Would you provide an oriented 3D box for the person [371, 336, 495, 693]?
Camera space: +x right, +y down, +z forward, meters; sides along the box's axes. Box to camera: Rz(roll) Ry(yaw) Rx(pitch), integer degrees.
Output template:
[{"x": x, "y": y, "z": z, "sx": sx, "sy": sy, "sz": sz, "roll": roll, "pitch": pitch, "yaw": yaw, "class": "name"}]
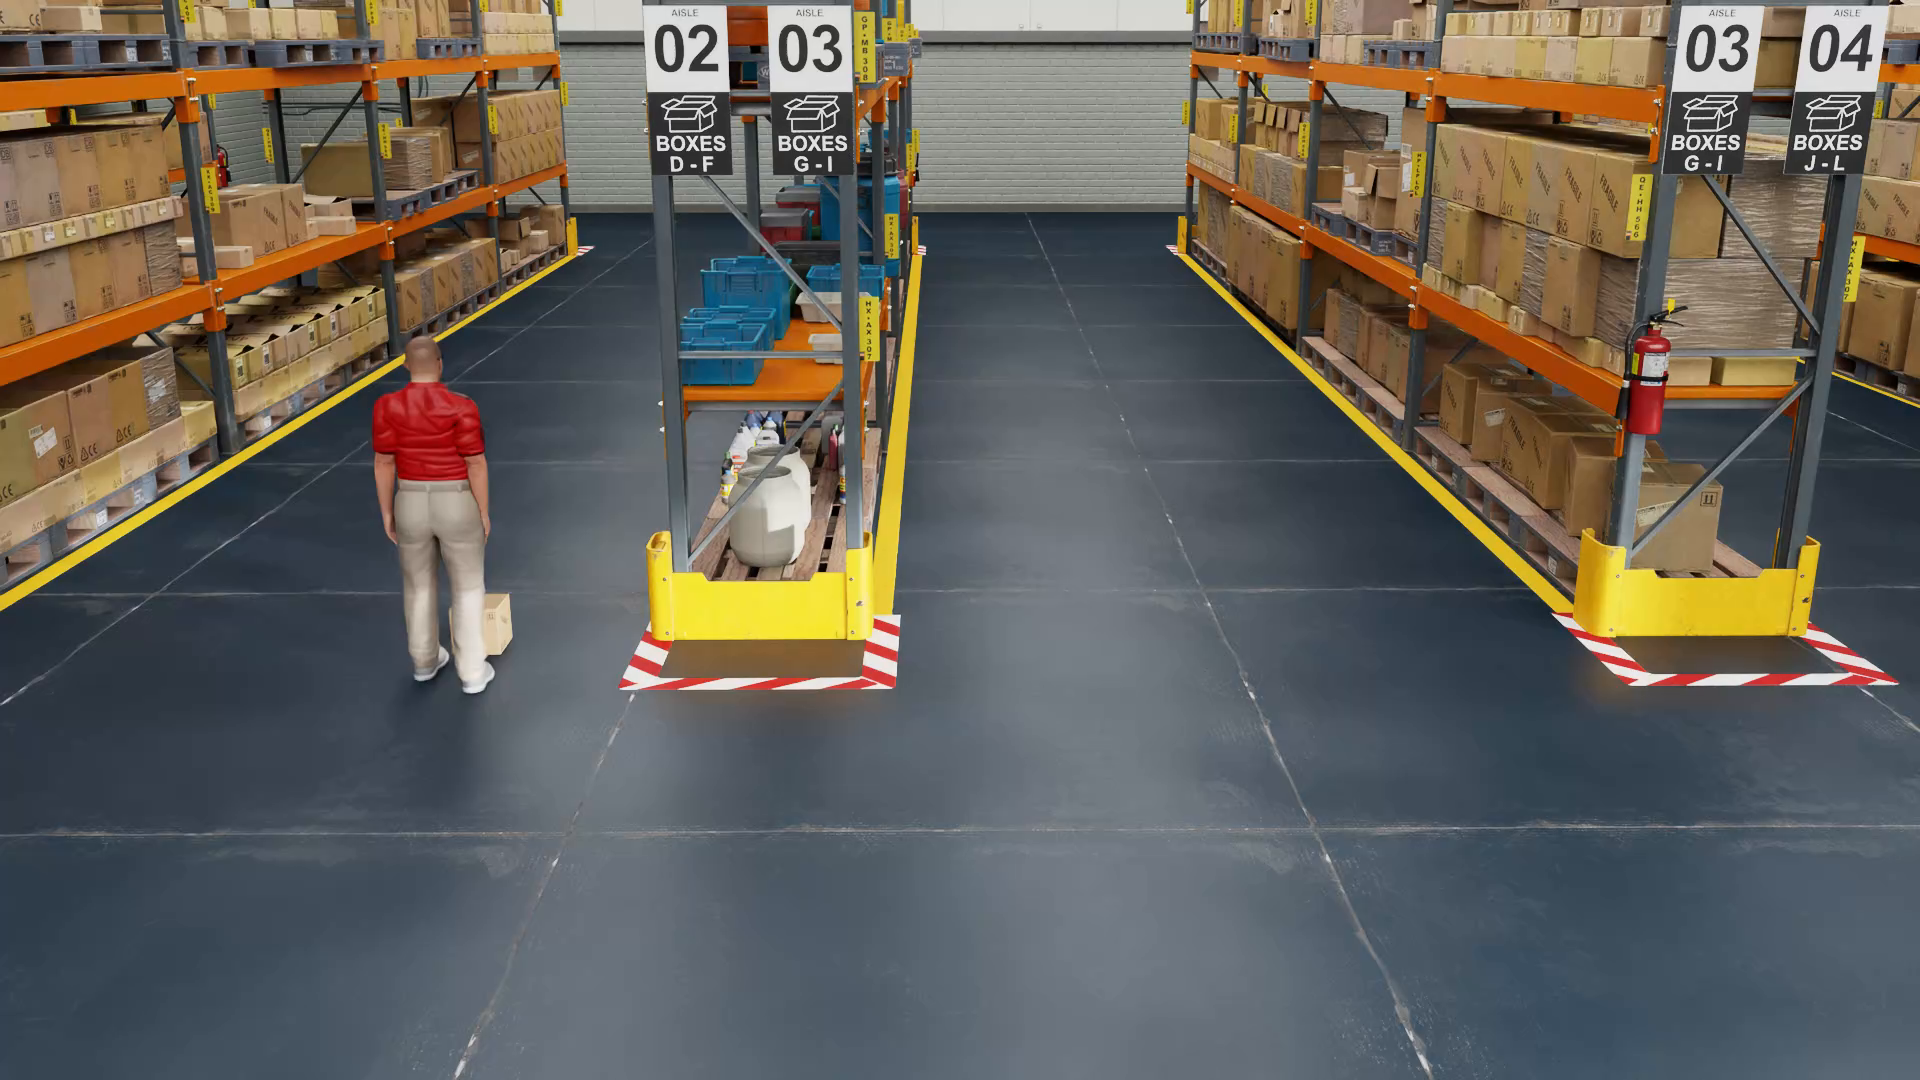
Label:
[{"x": -2.504, "y": -0.145, "z": 8.038, "sx": 0.533, "sy": 1.724, "sz": 0.494, "roll": 0, "pitch": 17, "yaw": 1, "class": "person"}]
